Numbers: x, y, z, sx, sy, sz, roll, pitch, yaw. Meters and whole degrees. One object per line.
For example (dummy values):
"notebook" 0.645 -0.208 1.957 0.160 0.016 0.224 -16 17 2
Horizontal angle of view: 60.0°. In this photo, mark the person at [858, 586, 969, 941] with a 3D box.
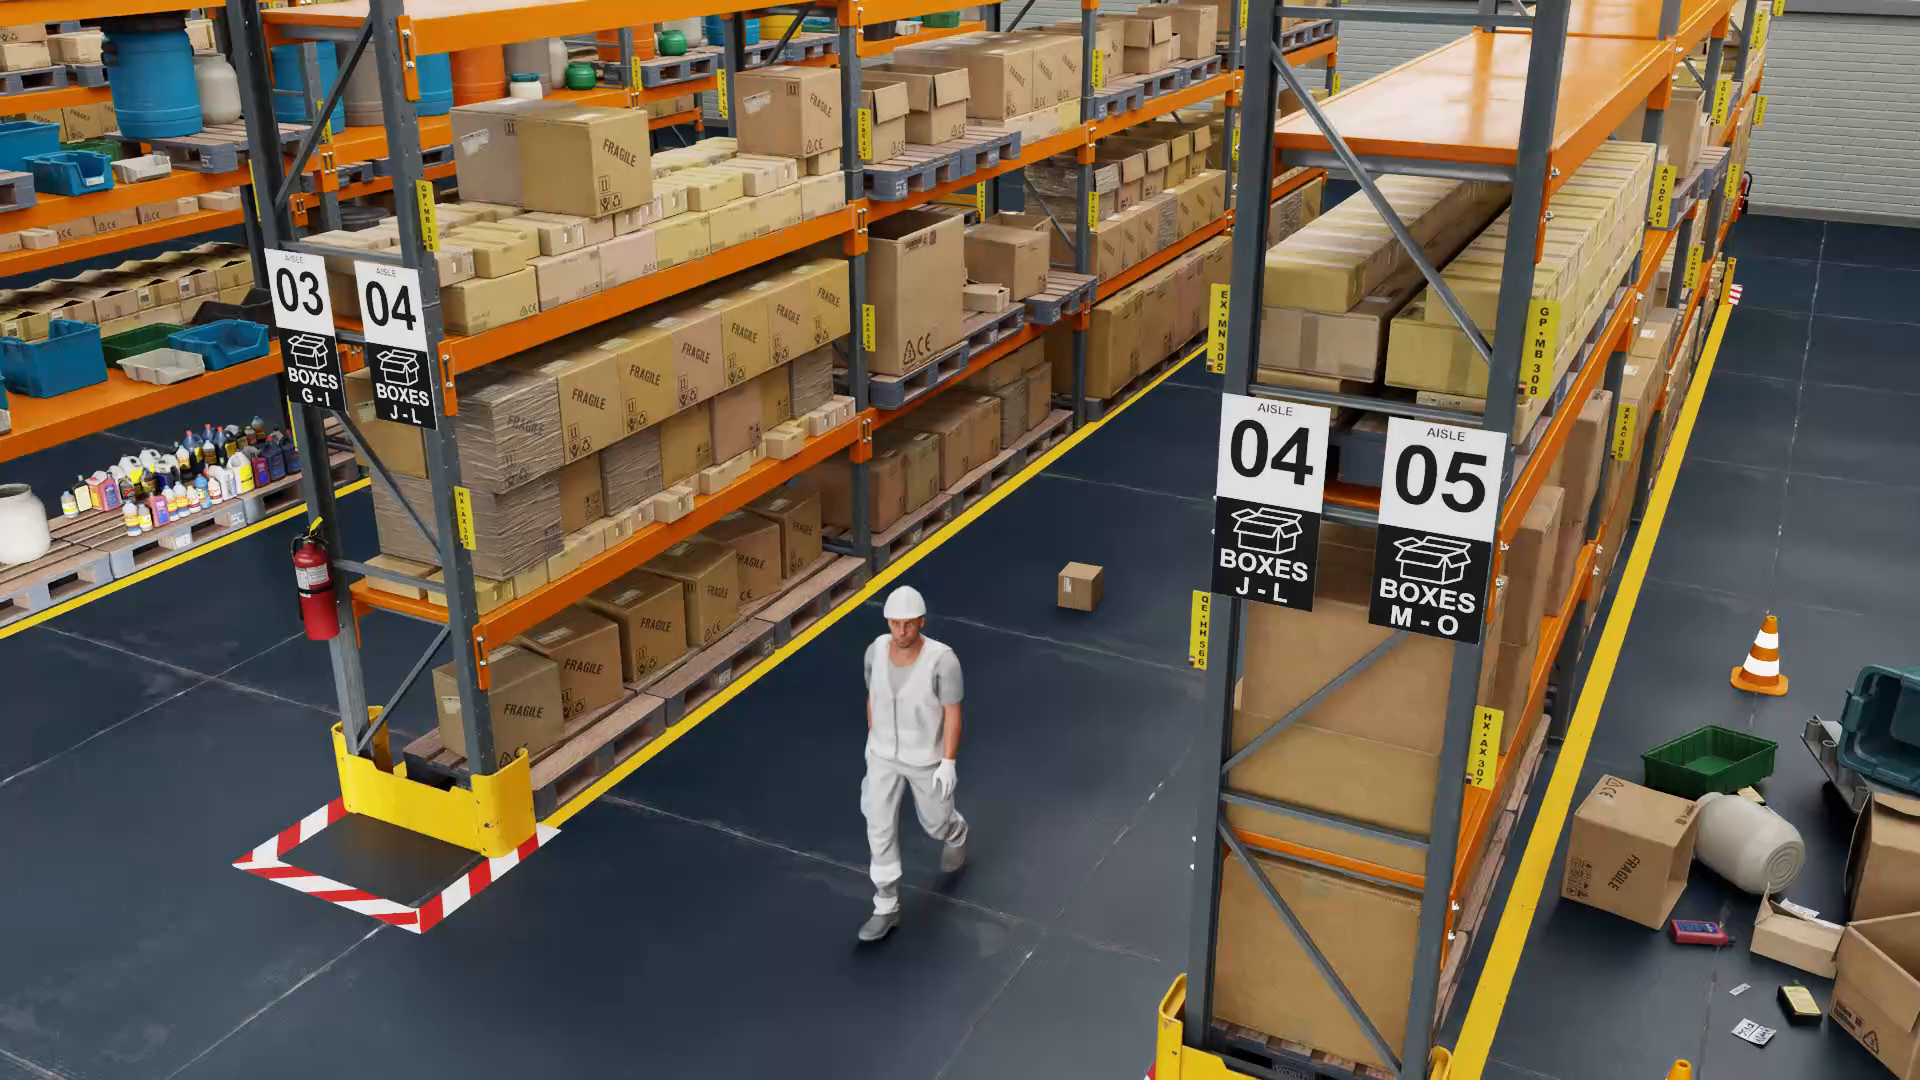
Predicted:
"person" -0.237 1.041 8.202 0.555 1.767 0.912 8 24 18
